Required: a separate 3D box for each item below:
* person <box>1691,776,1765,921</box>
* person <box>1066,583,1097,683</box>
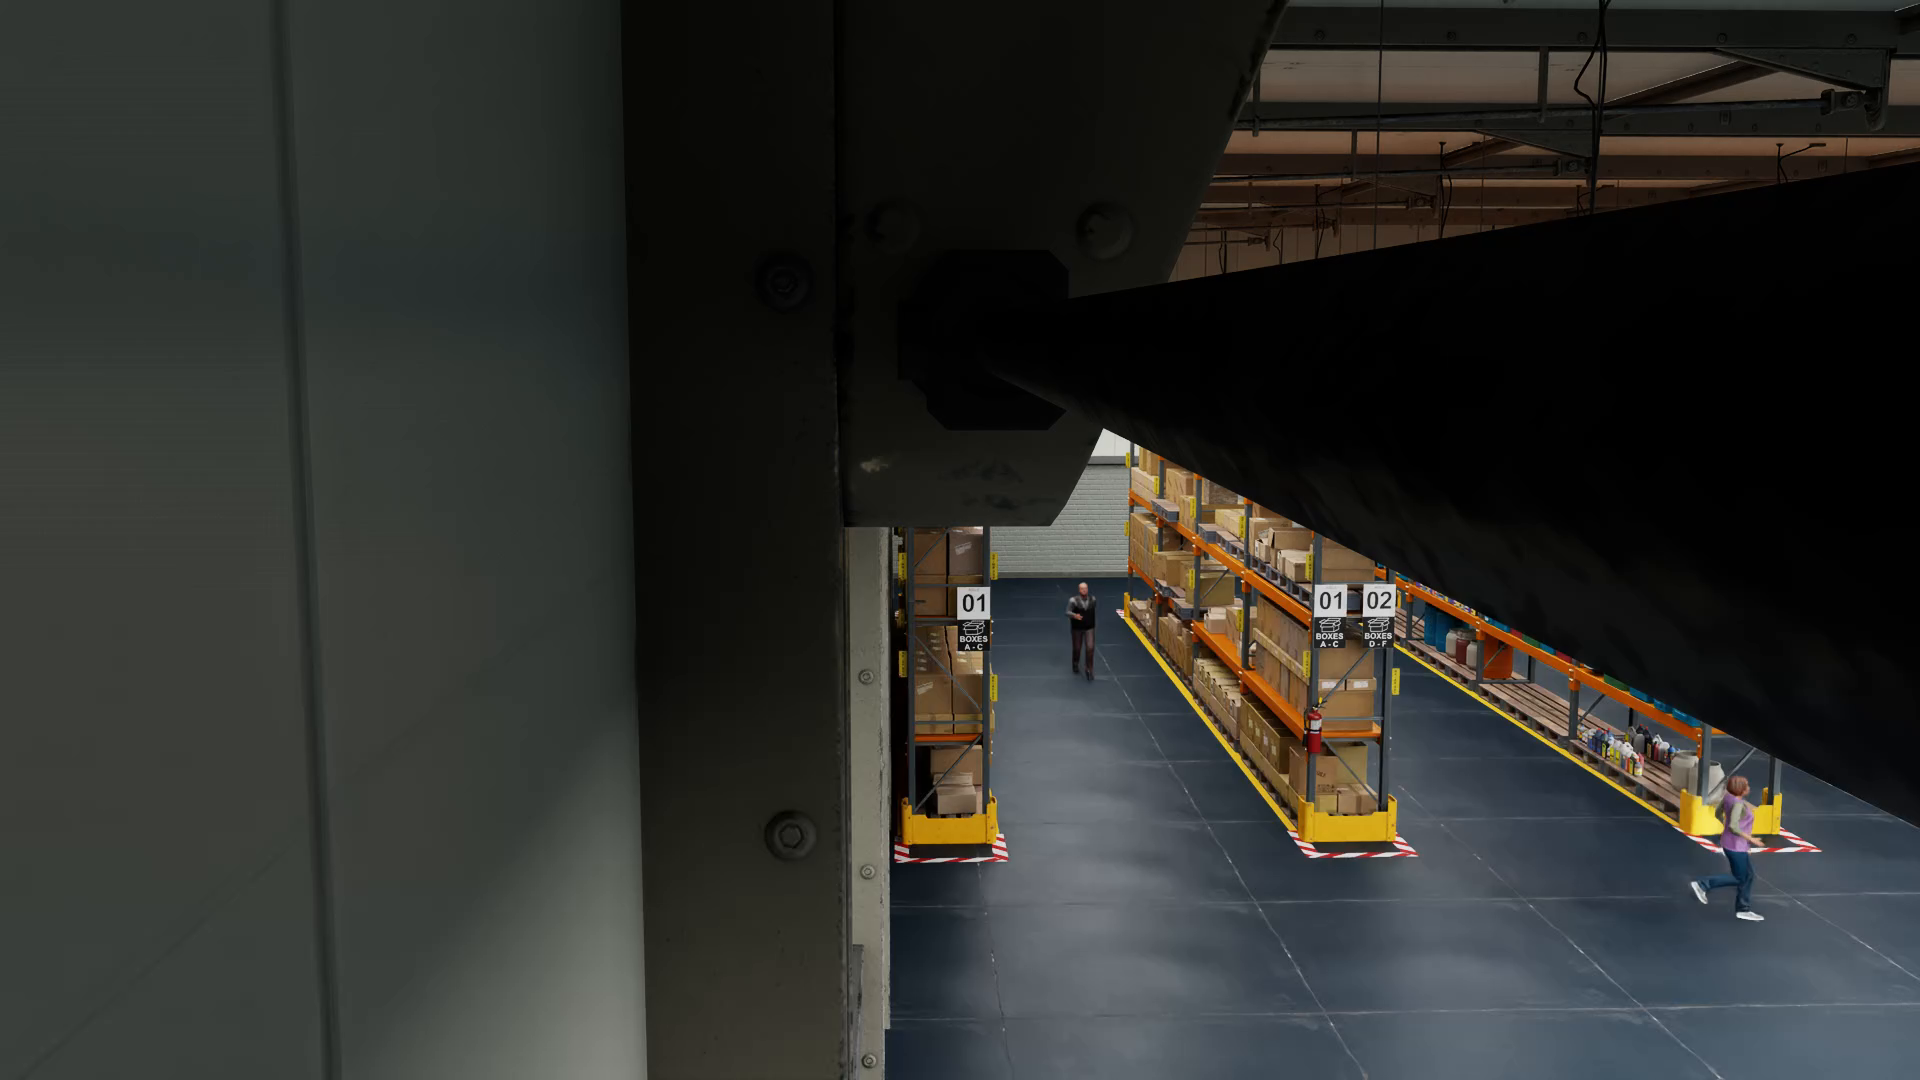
[{"bbox_3d":[8.253,3.293,17.823,0.748,1.579,0.539,2,8,15],"label":"person"},{"bbox_3d":[2.202,1.626,30.054,0.610,1.754,0.889,0,7,-3],"label":"person"}]
